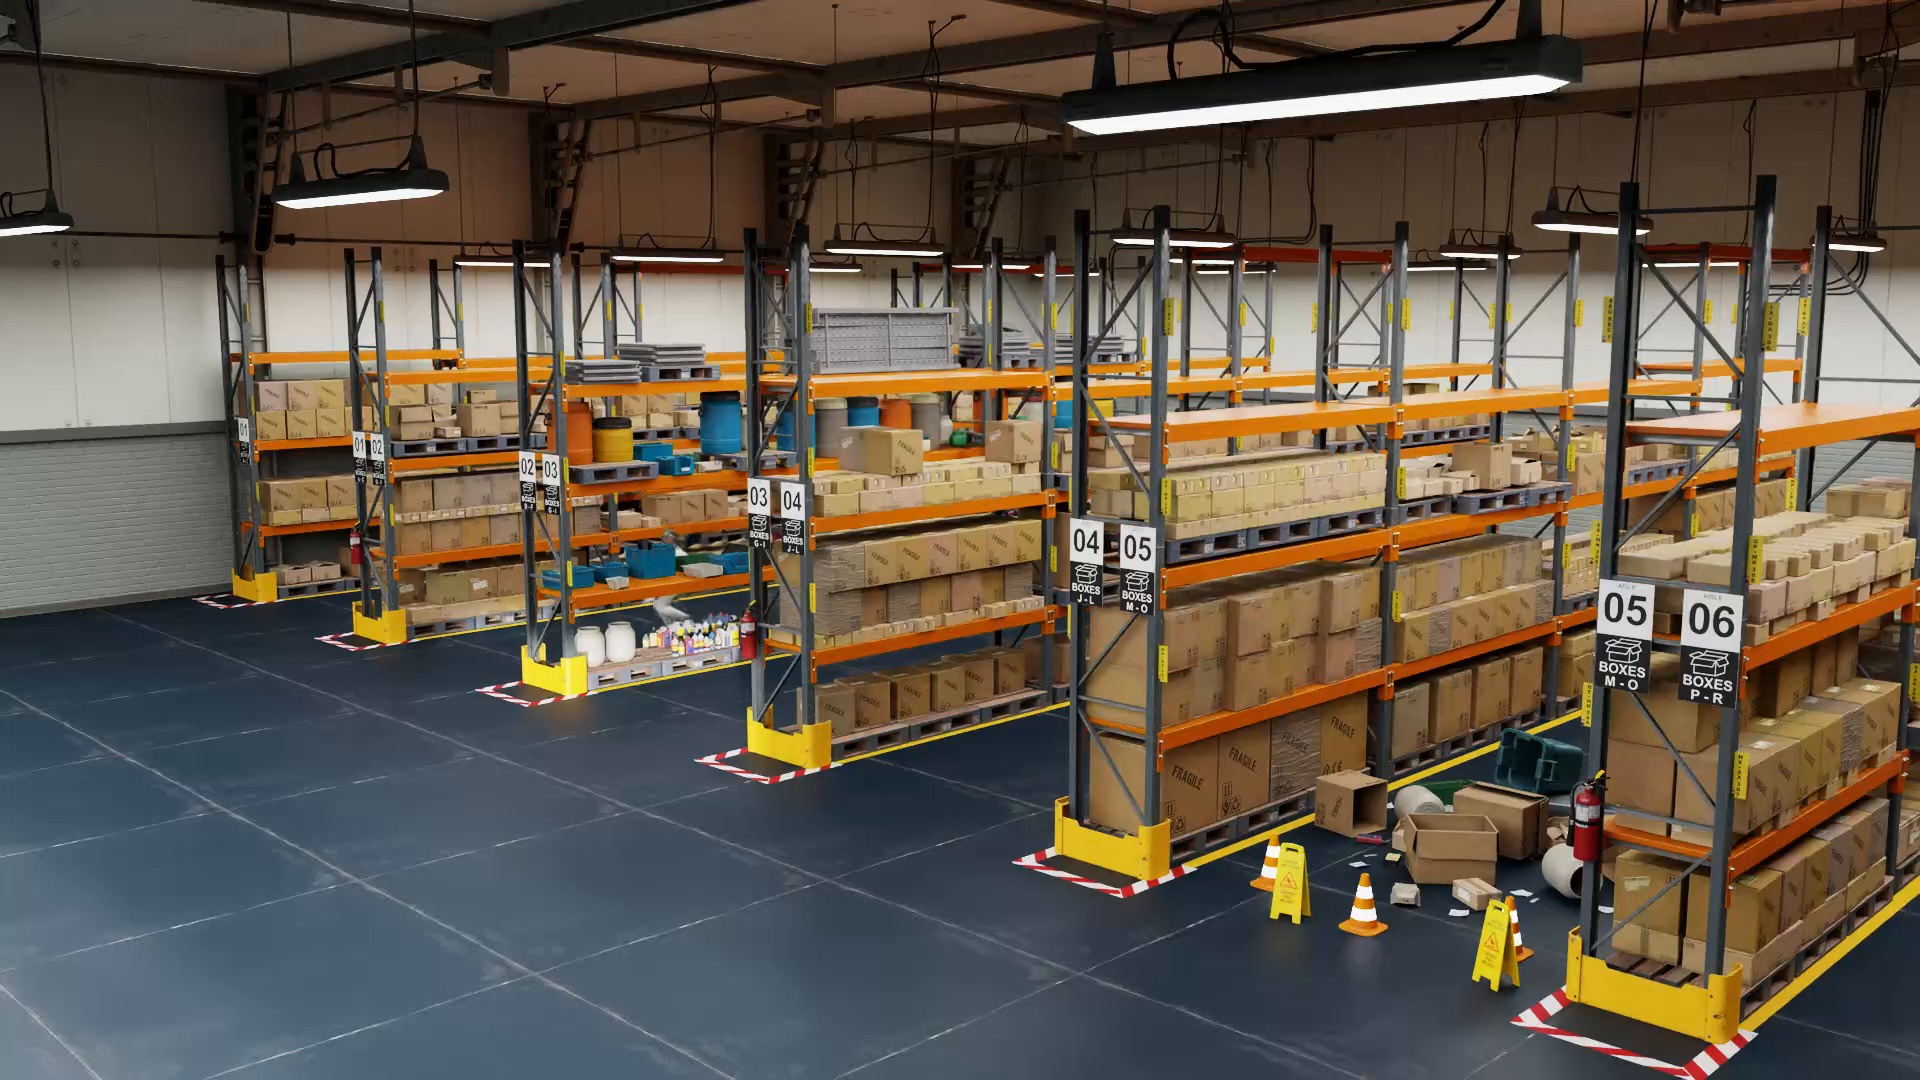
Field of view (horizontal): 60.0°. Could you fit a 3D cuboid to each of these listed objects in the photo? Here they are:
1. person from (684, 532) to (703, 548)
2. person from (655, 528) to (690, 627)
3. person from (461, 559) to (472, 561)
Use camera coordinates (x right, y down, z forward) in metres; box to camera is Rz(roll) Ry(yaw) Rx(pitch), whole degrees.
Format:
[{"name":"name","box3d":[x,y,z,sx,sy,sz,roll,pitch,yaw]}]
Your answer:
[{"name":"person","box3d":[-5.115,-0.165,32.245,0.567,1.547,0.535,-8,11,-43]},{"name":"person","box3d":[-4.528,0.677,25.800,0.581,1.748,0.699,-5,10,-33]},{"name":"person","box3d":[-8.605,0.198,29.260,0.741,1.717,0.698,5,9,29]}]
